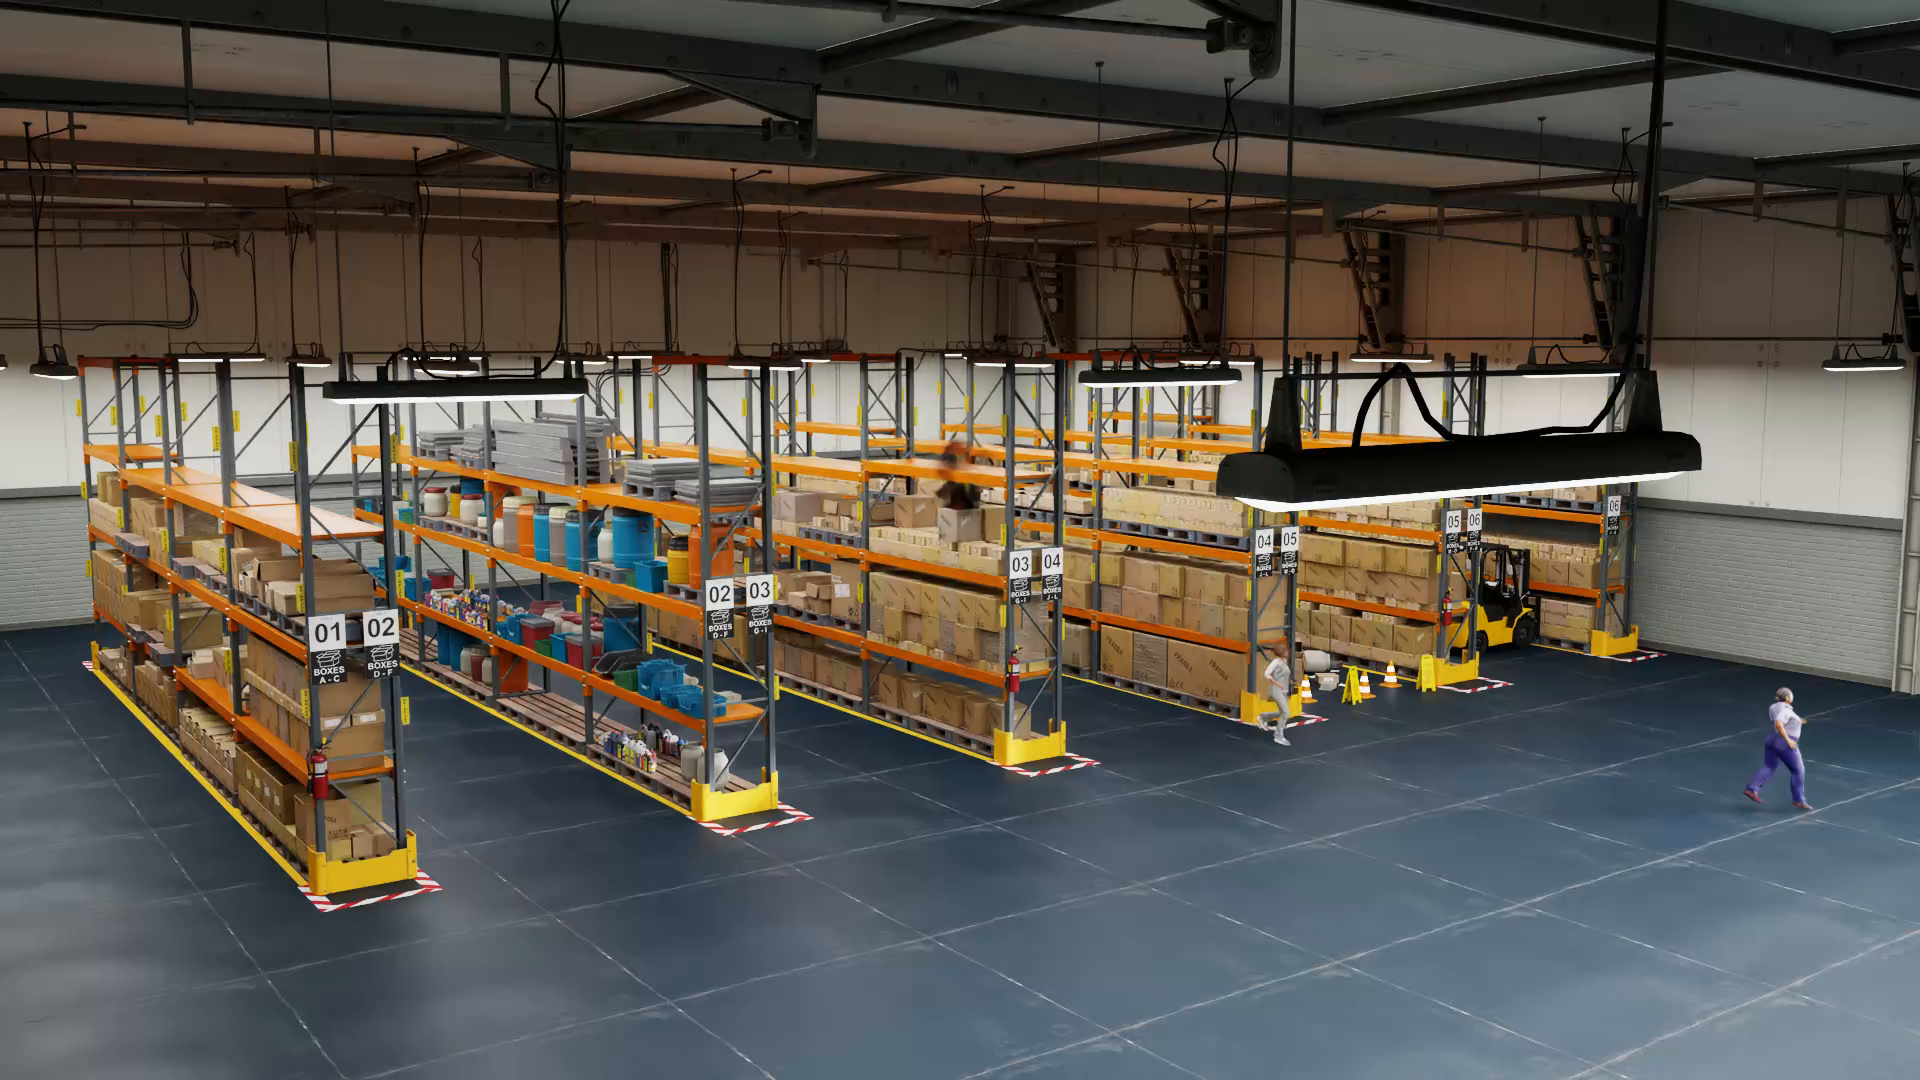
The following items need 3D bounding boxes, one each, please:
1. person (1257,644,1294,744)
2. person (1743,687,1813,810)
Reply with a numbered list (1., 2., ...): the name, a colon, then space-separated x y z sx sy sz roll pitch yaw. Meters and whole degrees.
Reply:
1. person: 5.011 2.408 26.319 0.647 1.546 0.565 4 8 32
2. person: 11.049 2.797 22.354 0.877 1.671 0.594 -1 7 -7
